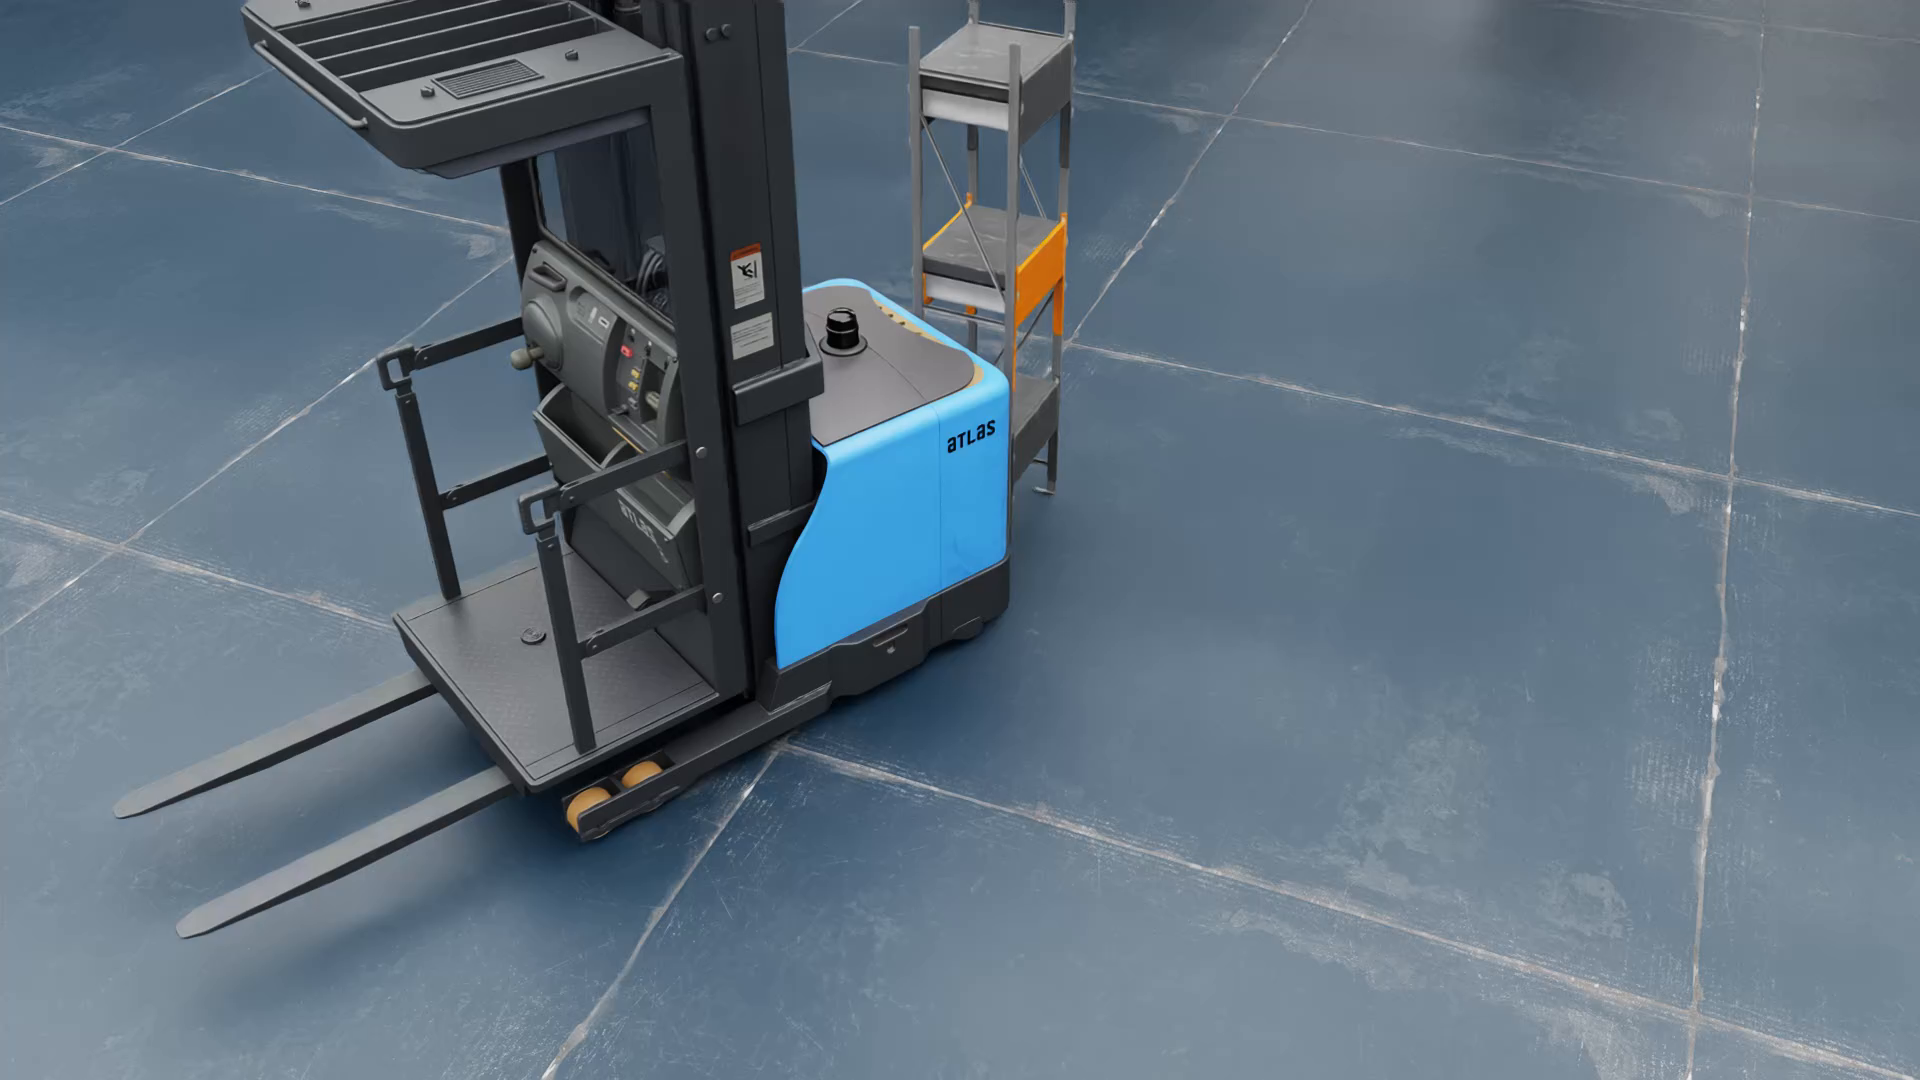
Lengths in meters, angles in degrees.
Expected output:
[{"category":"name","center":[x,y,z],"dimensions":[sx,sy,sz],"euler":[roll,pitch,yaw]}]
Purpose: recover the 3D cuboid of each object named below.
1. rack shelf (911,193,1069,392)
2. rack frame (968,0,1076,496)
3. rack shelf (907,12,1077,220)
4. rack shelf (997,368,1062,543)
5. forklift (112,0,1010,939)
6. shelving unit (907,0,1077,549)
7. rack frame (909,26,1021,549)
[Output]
[{"category":"rack shelf","center":[0.116,-0.937,6.273],"dimensions":[0.431,0.518,0.480],"euler":[15,39,20]},{"category":"rack frame","center":[0.218,-1.081,6.442],"dimensions":[0.400,2.100,0.015],"euler":[15,39,20]},{"category":"rack shelf","center":[0.116,-1.498,5.854],"dimensions":[0.431,0.518,0.480],"euler":[15,39,20]},{"category":"rack shelf","center":[0.116,-0.376,6.692],"dimensions":[0.431,0.518,0.480],"euler":[15,39,20]},{"category":"forklift","center":[-1.284,-0.556,5.046],"dimensions":[3.031,2.935,1.130],"euler":[-25,44,-30]},{"category":"shelving unit","center":[0.116,-0.948,6.265],"dimensions":[0.431,2.100,0.503],"euler":[15,39,20]},{"category":"rack frame","center":[0.014,-0.815,6.087],"dimensions":[0.400,2.100,0.015],"euler":[15,39,20]}]
